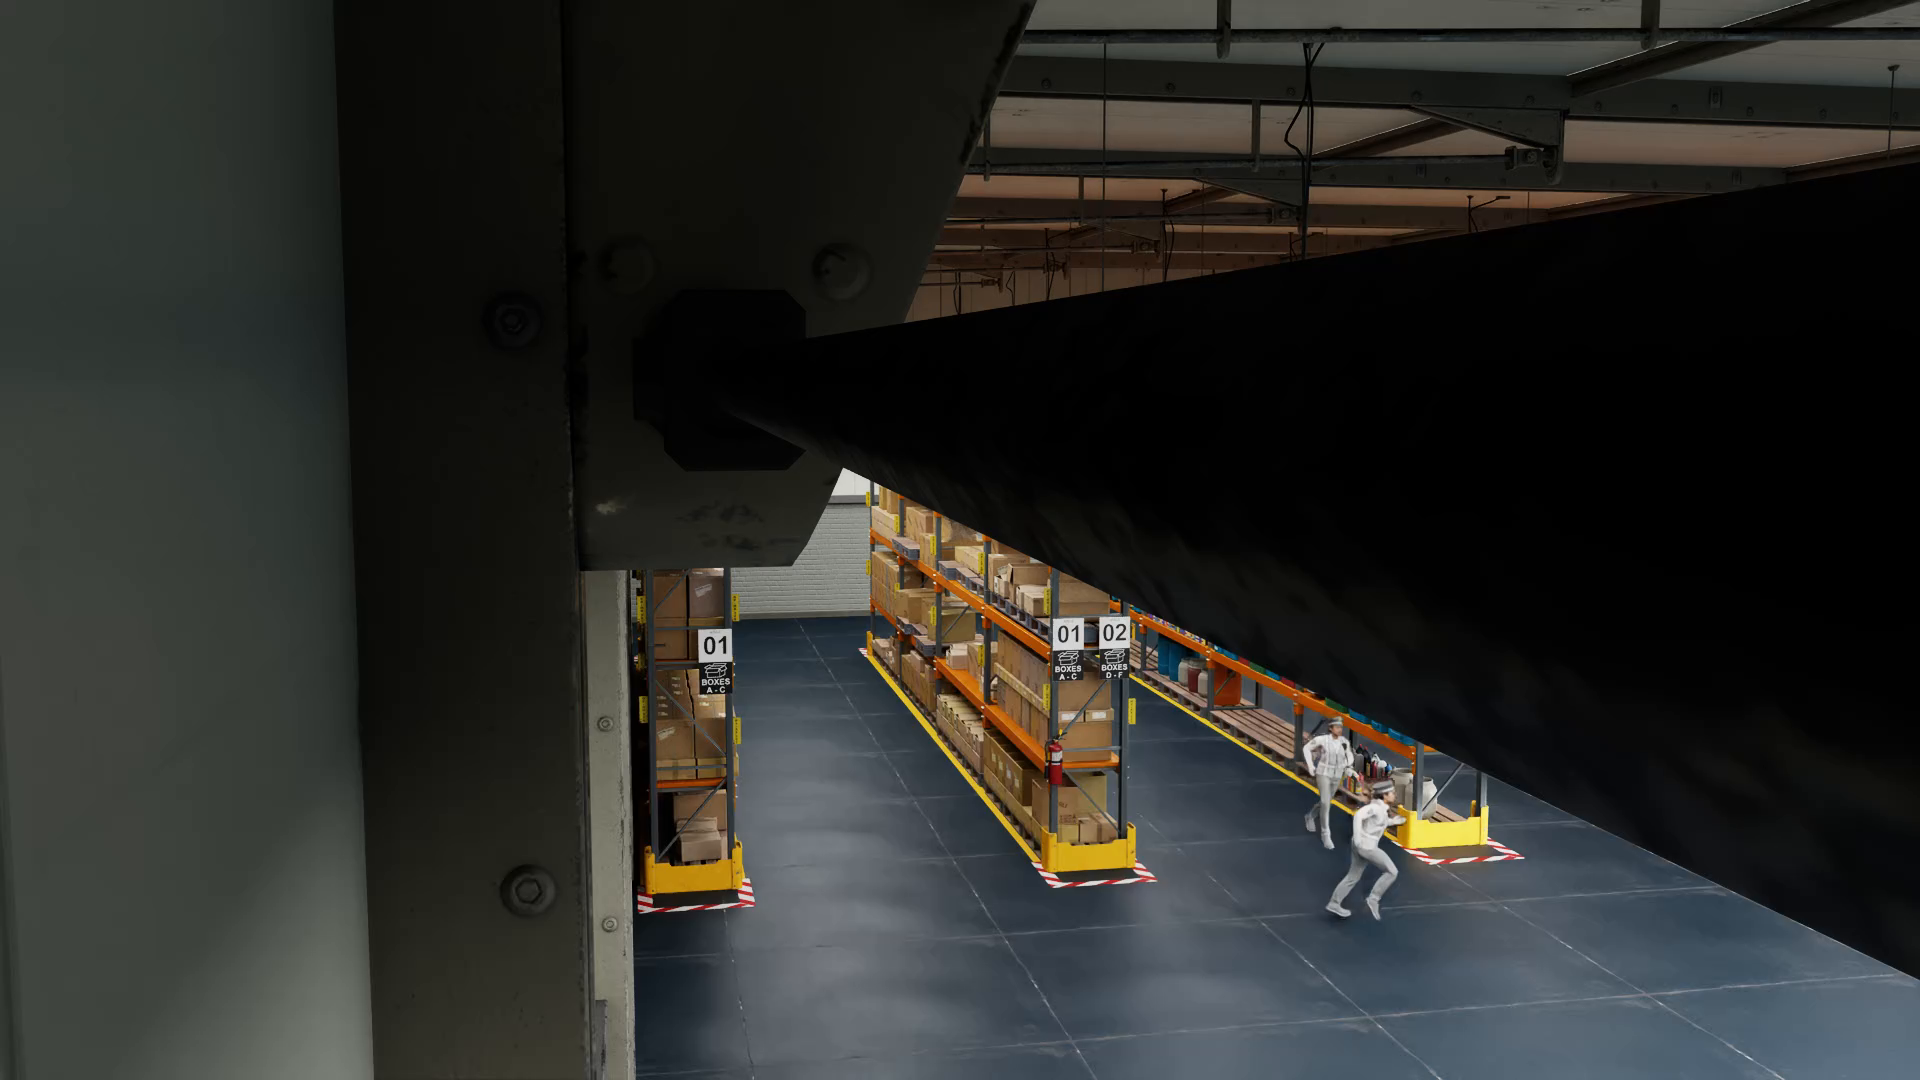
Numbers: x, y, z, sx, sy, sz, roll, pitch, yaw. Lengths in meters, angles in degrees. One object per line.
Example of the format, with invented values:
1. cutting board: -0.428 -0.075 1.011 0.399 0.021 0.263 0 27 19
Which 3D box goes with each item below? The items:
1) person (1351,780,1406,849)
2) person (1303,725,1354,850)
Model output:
1. person: 8.326 2.183 27.924 5.804 0.793 19.228 1 6 6
2. person: 4.958 3.198 22.224 0.648 1.644 0.894 -2 6 -17
